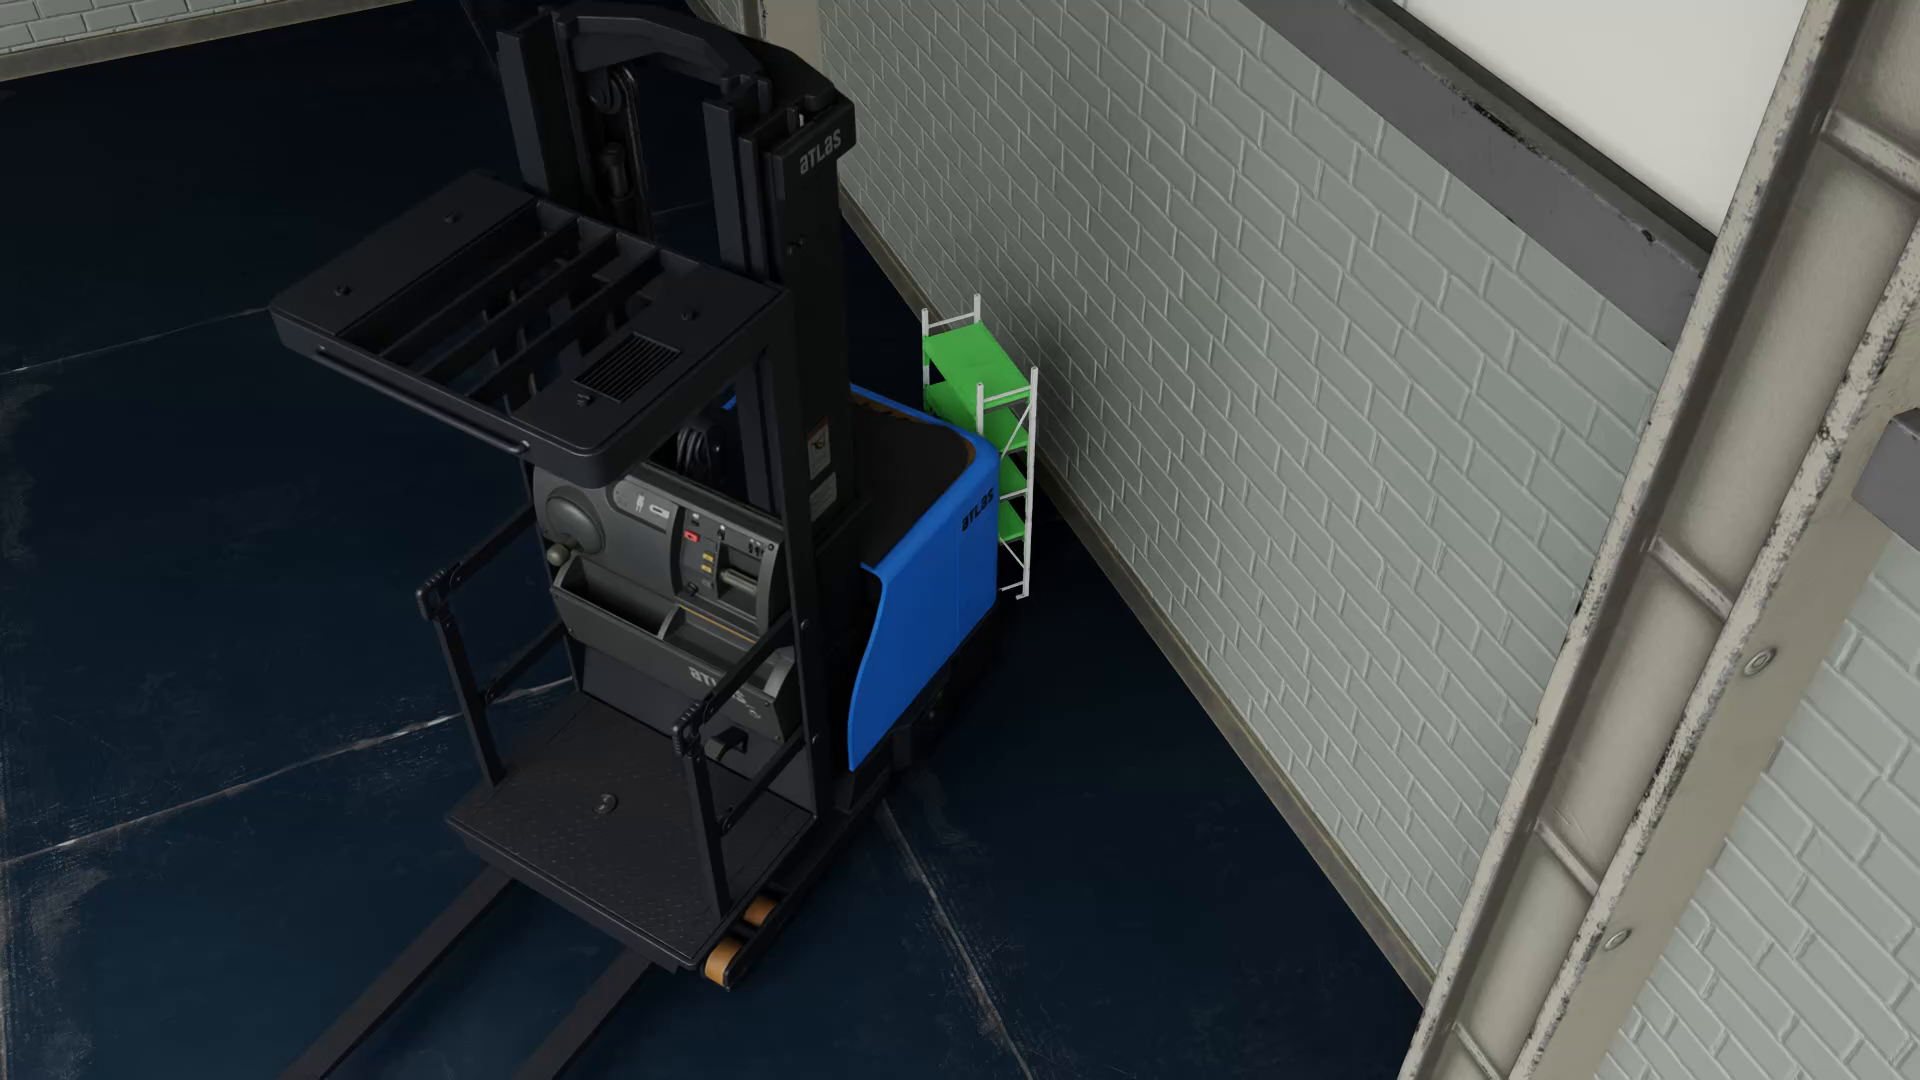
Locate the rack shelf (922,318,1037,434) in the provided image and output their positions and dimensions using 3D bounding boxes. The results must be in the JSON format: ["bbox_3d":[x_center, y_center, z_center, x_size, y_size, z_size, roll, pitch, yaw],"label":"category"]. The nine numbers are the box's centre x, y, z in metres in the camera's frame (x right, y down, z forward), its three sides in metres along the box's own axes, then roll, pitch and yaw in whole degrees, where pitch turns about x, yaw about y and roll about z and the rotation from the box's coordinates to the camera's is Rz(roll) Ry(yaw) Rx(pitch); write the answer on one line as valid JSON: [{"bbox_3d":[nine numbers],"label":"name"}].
[{"bbox_3d":[0.070,-0.618,6.298,0.258,0.148,0.480,-18,47,-17],"label":"rack shelf"}]

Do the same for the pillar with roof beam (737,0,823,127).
[{"bbox_3d":[-4.825,-3.910,4.674,9.100,9.000,0.400,-18,47,-17],"label":"pillar with roof beam"}]

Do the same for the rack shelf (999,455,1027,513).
[{"bbox_3d":[0.070,-0.276,6.635,0.258,0.148,0.480,-18,47,-17],"label":"rack shelf"}]

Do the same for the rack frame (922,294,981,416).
[{"bbox_3d":[-0.033,-0.477,6.748,0.240,1.200,0.015,-18,47,-17],"label":"rack frame"}]

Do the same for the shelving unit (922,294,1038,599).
[{"bbox_3d":[0.070,-0.322,6.591,0.258,1.200,0.503,-18,47,-17],"label":"shelving unit"}]

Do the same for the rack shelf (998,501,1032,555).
[{"bbox_3d":[0.070,-0.105,6.804,0.258,0.148,0.480,-18,47,-17],"label":"rack shelf"}]

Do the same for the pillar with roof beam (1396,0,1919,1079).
[{"bbox_3d":[-2.302,-0.086,0.799,9.100,9.000,0.400,-18,47,-17],"label":"pillar with roof beam"}]

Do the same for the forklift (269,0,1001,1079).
[{"bbox_3d":[-1.050,0.074,4.957,1.130,2.935,3.031,24,49,22],"label":"forklift"}]

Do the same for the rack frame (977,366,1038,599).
[{"bbox_3d":[0.172,-0.166,6.433,0.240,1.200,0.015,-18,47,-17],"label":"rack frame"}]

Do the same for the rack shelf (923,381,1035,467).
[{"bbox_3d":[0.070,-0.447,6.467,0.258,0.148,0.480,-18,47,-17],"label":"rack shelf"}]
